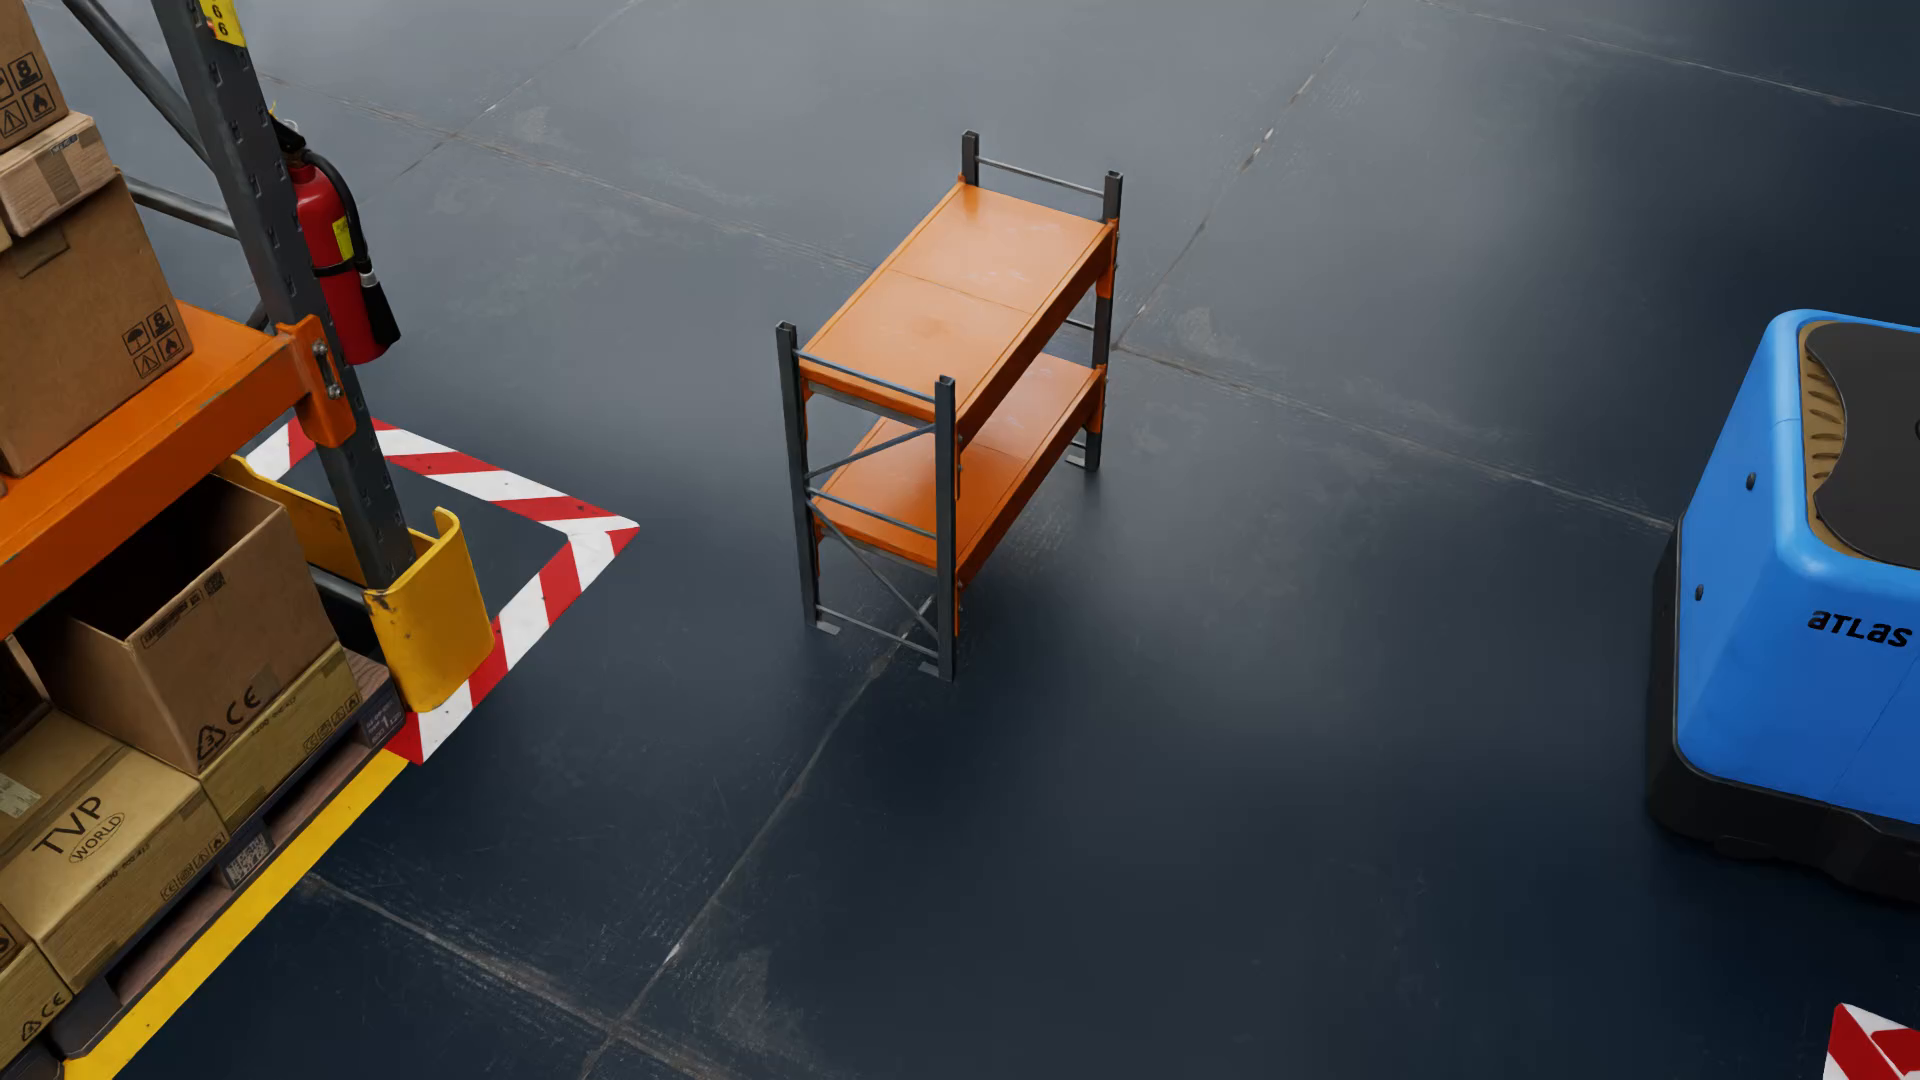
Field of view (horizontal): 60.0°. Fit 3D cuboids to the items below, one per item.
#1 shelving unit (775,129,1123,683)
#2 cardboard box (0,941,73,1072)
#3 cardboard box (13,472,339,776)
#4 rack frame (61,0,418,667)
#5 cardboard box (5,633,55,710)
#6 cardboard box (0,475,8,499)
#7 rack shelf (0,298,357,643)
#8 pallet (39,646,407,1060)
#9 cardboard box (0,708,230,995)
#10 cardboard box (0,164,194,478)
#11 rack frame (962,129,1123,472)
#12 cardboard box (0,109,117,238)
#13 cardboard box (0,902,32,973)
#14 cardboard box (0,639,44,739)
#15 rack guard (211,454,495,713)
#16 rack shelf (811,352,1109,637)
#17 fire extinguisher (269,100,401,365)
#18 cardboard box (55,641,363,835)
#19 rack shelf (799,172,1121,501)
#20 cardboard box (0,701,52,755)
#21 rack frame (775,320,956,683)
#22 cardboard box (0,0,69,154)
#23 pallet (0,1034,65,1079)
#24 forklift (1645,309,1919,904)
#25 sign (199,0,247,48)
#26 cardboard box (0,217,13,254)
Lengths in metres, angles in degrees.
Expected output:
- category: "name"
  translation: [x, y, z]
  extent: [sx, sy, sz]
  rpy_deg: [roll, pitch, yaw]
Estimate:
- category: "shelving unit"
  translation: [-0.003, -0.391, 4.846]
  extent: [0.538, 1.125, 1.048]
  rpy_deg: [20, 49, 19]
- category: "cardboard box"
  translation: [-2.406, 1.060, 3.731]
  extent: [0.500, 0.250, 0.500]
  rpy_deg: [20, 49, 19]
- category: "cardboard box"
  translation: [-1.952, 0.163, 4.091]
  extent: [0.500, 0.500, 0.500]
  rpy_deg: [20, 49, 19]
- category: "rack frame"
  translation: [-1.967, -0.829, 3.960]
  extent: [1.000, 3.000, 0.127]
  rpy_deg: [20, 49, 19]
- category: "cardboard box"
  translation: [-2.413, 0.255, 4.527]
  extent: [0.500, 0.250, 0.500]
  rpy_deg: [20, 49, 19]
- category: "cardboard box"
  translation: [-2.435, -0.241, 3.309]
  extent: [0.700, 0.500, 0.500]
  rpy_deg: [22, 49, 20]
- category: "rack shelf"
  translation: [-2.895, 0.684, 2.971]
  extent: [1.077, 0.370, 4.000]
  rpy_deg: [20, 49, 19]
- category: "pallet"
  translation: [-2.285, 0.647, 4.462]
  extent: [1.003, 0.211, 1.213]
  rpy_deg: [20, 49, 19]
- category: "cardboard box"
  translation: [-2.176, 0.745, 4.043]
  extent: [0.500, 0.250, 0.500]
  rpy_deg: [20, 49, 19]
- category: "cardboard box"
  translation: [-2.195, -0.574, 3.638]
  extent: [0.700, 0.500, 0.500]
  rpy_deg: [20, 49, 19]
- category: "rack frame"
  translation: [0.233, -0.711, 5.162]
  extent: [0.500, 1.125, 0.032]
  rpy_deg: [20, 49, 19]
- category: "cardboard box"
  translation: [-1.976, -0.788, 3.394]
  extent: [0.380, 0.149, 0.250]
  rpy_deg: [20, 49, 18]
- category: "cardboard box"
  translation: [-2.404, 0.798, 3.463]
  extent: [0.500, 0.500, 0.500]
  rpy_deg: [20, 49, 19]
- category: "cardboard box"
  translation: [-2.643, 0.307, 3.949]
  extent: [0.500, 0.500, 0.500]
  rpy_deg: [20, 49, 19]
- category: "rack guard"
  translation: [-1.956, 0.035, 4.864]
  extent: [1.175, 0.500, 0.348]
  rpy_deg: [20, 49, 19]
- category: "rack shelf"
  translation: [-0.003, -0.219, 5.020]
  extent: [0.538, 0.278, 1.000]
  rpy_deg: [20, 49, 19]
- category: "fire extinguisher"
  translation: [-1.501, -0.723, 3.910]
  extent: [0.296, 0.674, 0.183]
  rpy_deg: [20, 49, 19]
- category: "cardboard box"
  translation: [-1.954, 0.426, 4.358]
  extent: [0.500, 0.250, 0.500]
  rpy_deg: [20, 49, 19]
- category: "rack shelf"
  translation: [-0.003, -0.597, 4.638]
  extent: [0.538, 0.278, 1.000]
  rpy_deg: [20, 49, 19]
- category: "cardboard box"
  translation: [-2.642, 0.571, 4.215]
  extent: [0.500, 0.250, 0.500]
  rpy_deg: [20, 49, 19]
- category: "rack frame"
  translation: [-0.239, -0.071, 4.529]
  extent: [0.500, 1.125, 0.032]
  rpy_deg: [20, 49, 19]
- category: "cardboard box"
  translation: [-2.220, -0.997, 3.144]
  extent: [0.700, 0.500, 0.500]
  rpy_deg: [21, 49, 19]
- category: "pallet"
  translation: [-2.852, 1.413, 3.705]
  extent: [1.003, 0.211, 1.213]
  rpy_deg: [20, 49, 19]
- category: "forklift"
  translation: [3.414, -0.250, 3.437]
  extent: [3.031, 2.935, 1.130]
  rpy_deg: [13, 47, 12]
- category: "sign"
  translation: [-1.493, -1.131, 3.278]
  extent: [0.100, 0.325, 0.005]
  rpy_deg: [20, 49, 19]
- category: "cardboard box"
  translation: [-2.096, -0.623, 3.230]
  extent: [0.380, 0.149, 0.250]
  rpy_deg: [22, 49, 20]
